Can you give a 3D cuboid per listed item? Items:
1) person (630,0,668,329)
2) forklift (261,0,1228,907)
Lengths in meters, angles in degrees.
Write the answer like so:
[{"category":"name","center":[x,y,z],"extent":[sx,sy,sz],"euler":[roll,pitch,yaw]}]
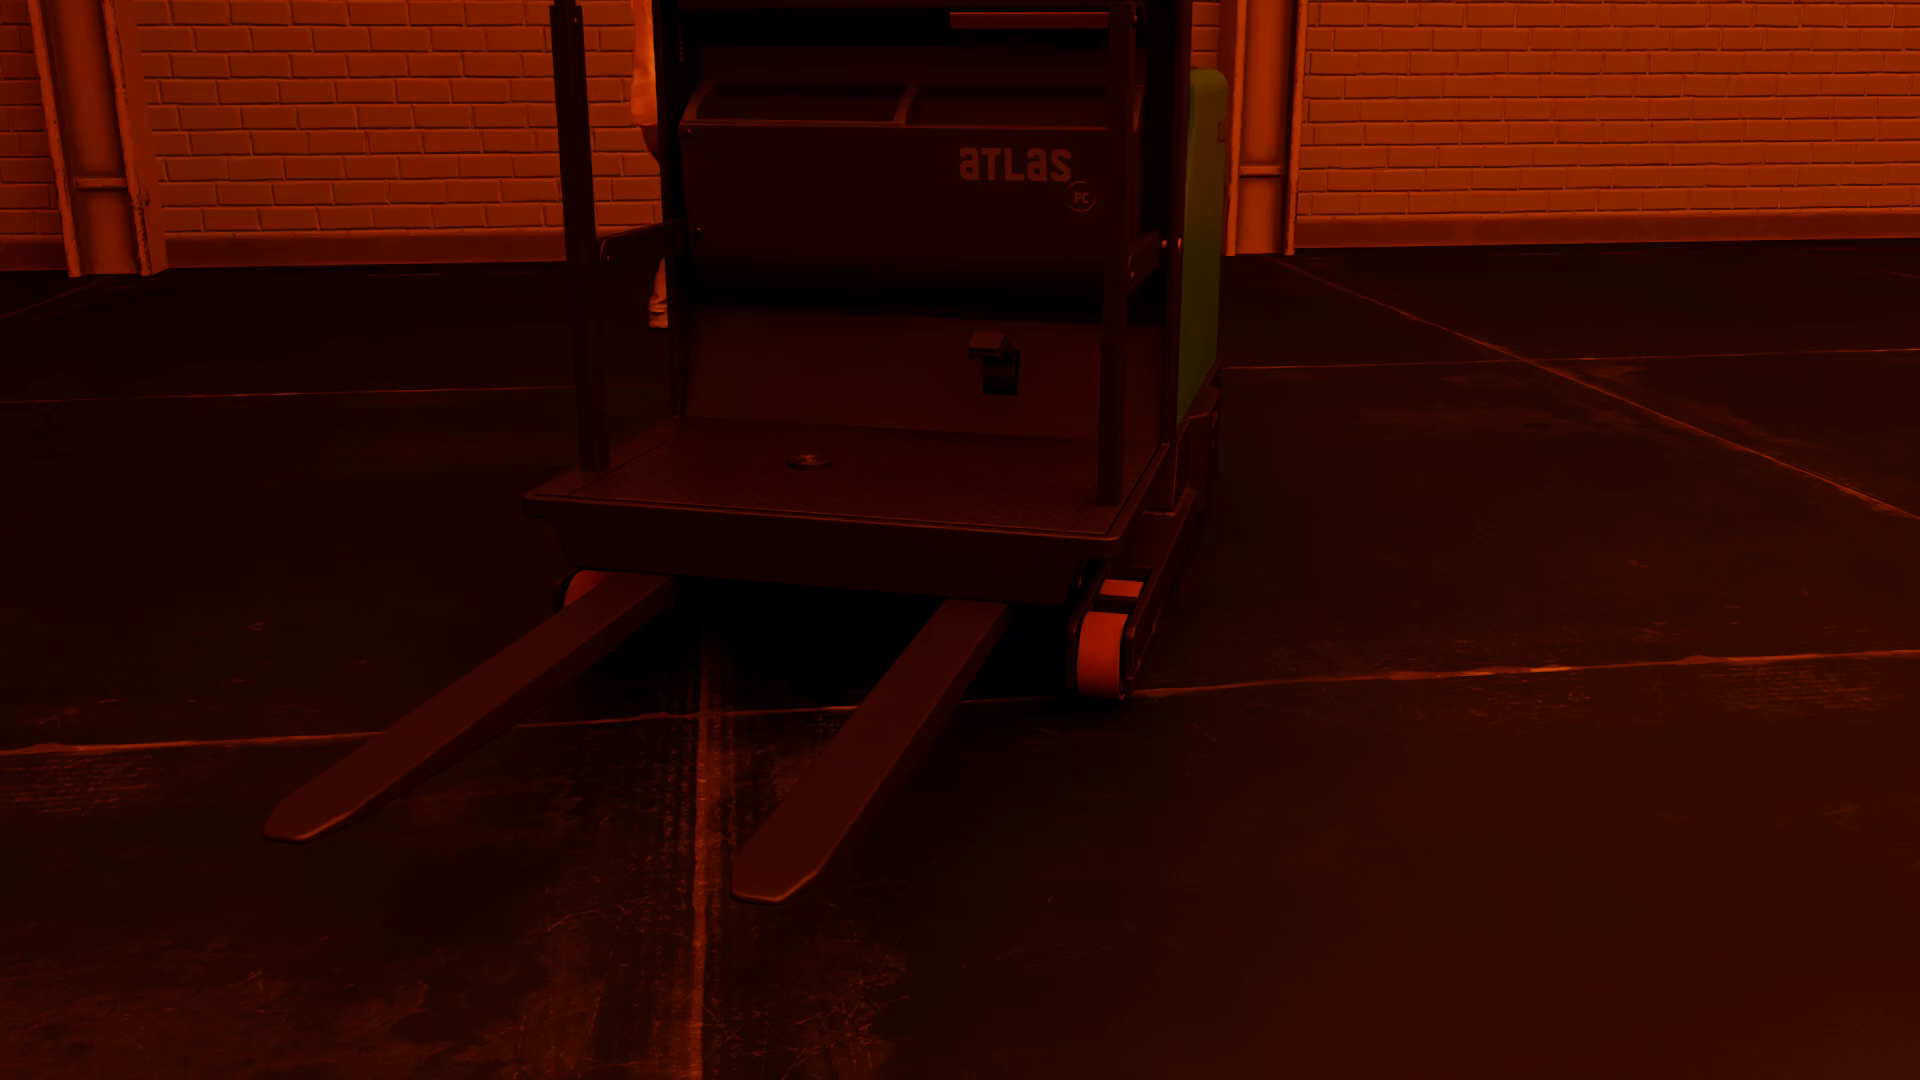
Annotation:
[{"category":"person","center":[-1.043,-1.688,6.660],"extent":[0.550,1.709,0.818],"euler":[-11,20,-32]},{"category":"forklift","center":[-0.151,-1.233,2.977],"extent":[1.130,2.935,3.031],"euler":[4,17,14]}]
